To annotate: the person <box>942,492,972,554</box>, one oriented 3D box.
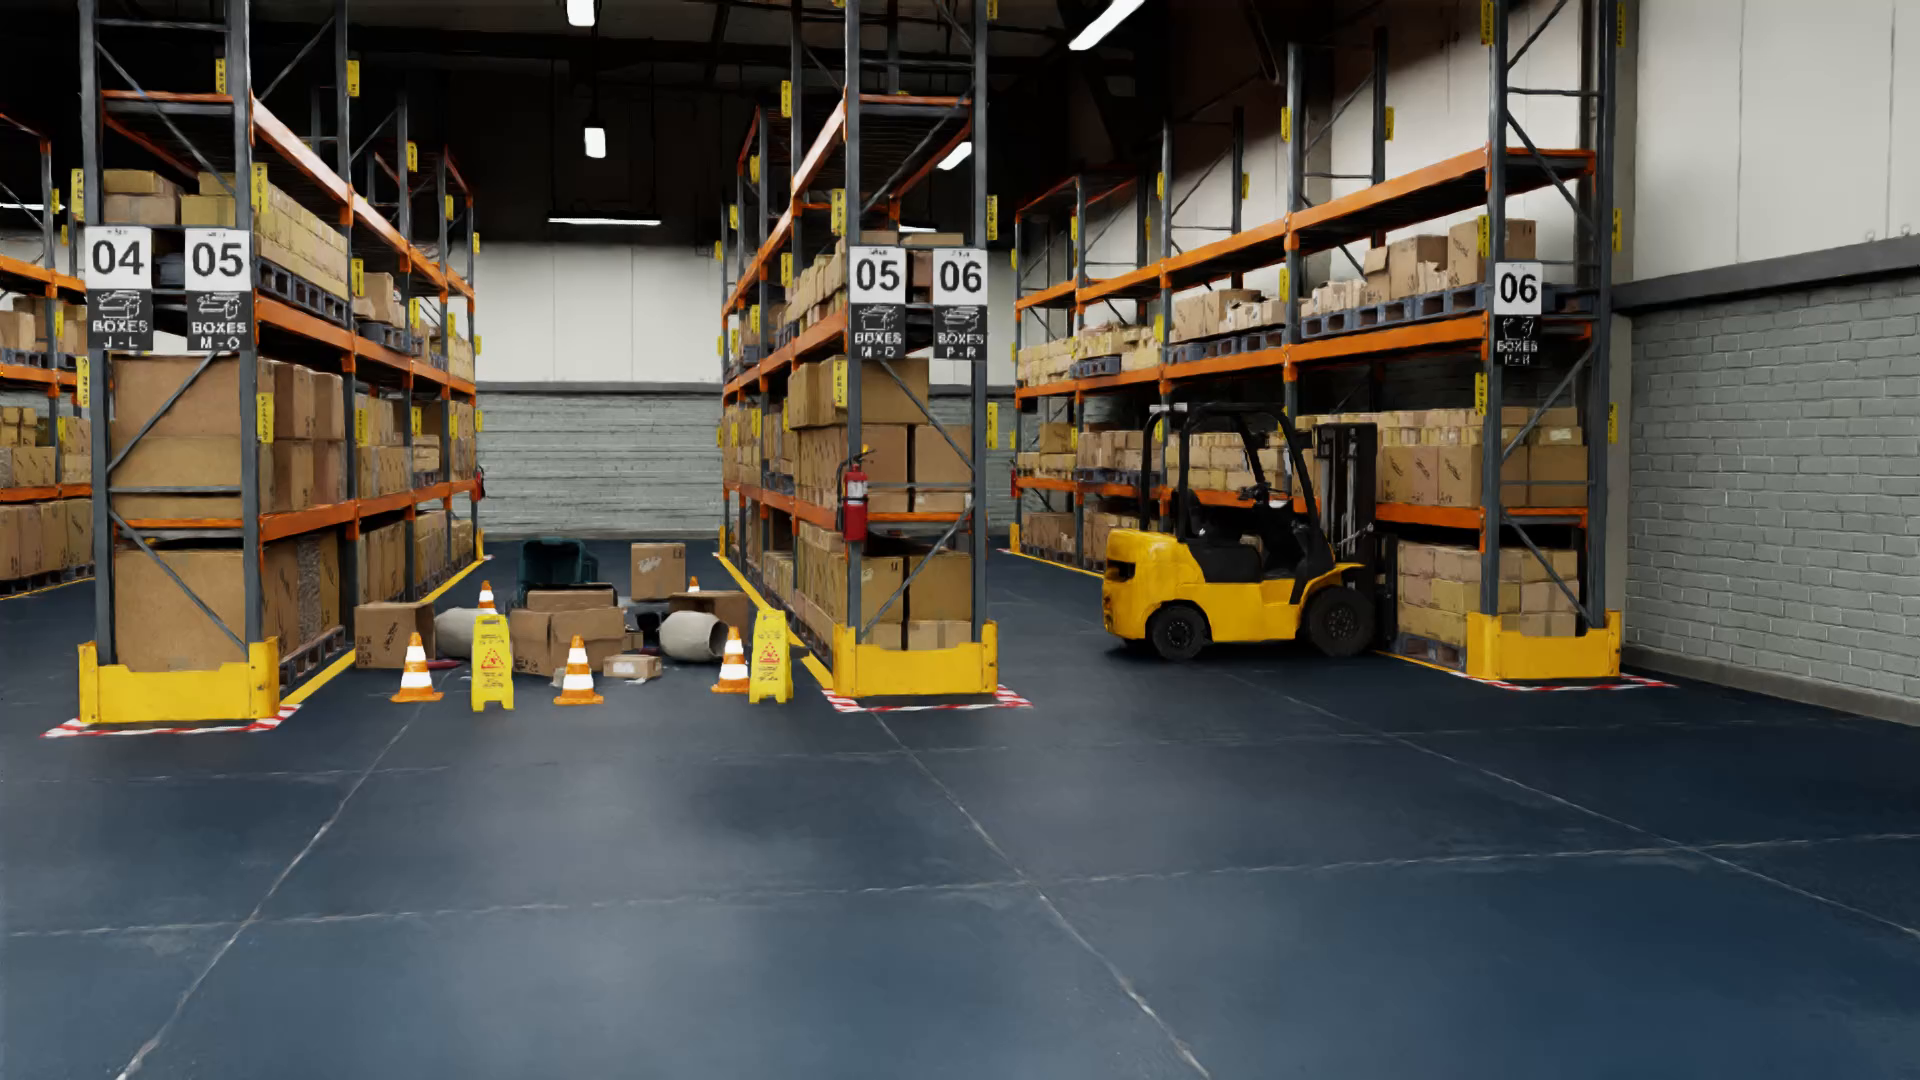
[{"bbox_3d":[0.051,-0.098,18.325,0.430,1.685,0.519,-3,4,-40],"label":"person"}]
